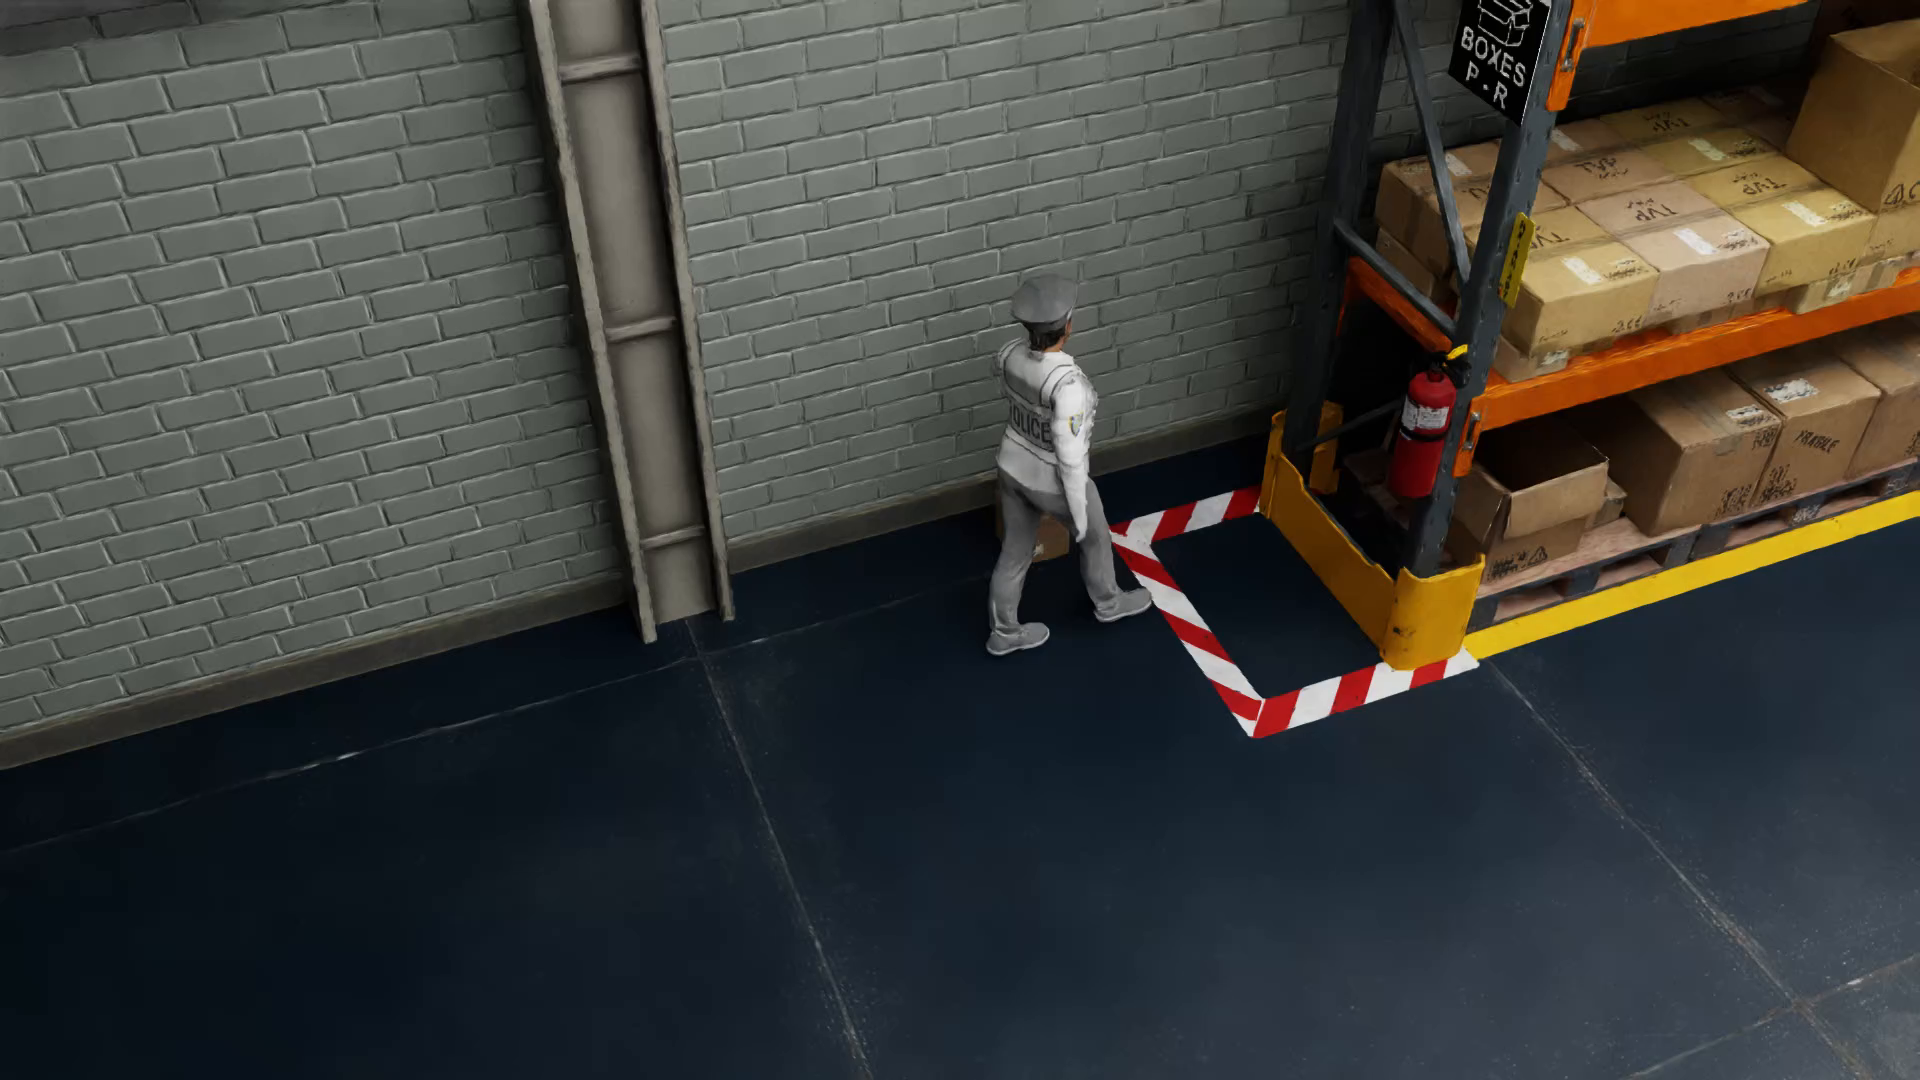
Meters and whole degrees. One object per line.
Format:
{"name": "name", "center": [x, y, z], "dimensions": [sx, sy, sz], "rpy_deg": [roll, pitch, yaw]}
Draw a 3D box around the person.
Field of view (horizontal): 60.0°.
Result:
{"name": "person", "center": [0.407, -0.287, 6.465], "dimensions": [0.739, 1.649, 0.540], "rpy_deg": [-31, 51, -30]}
